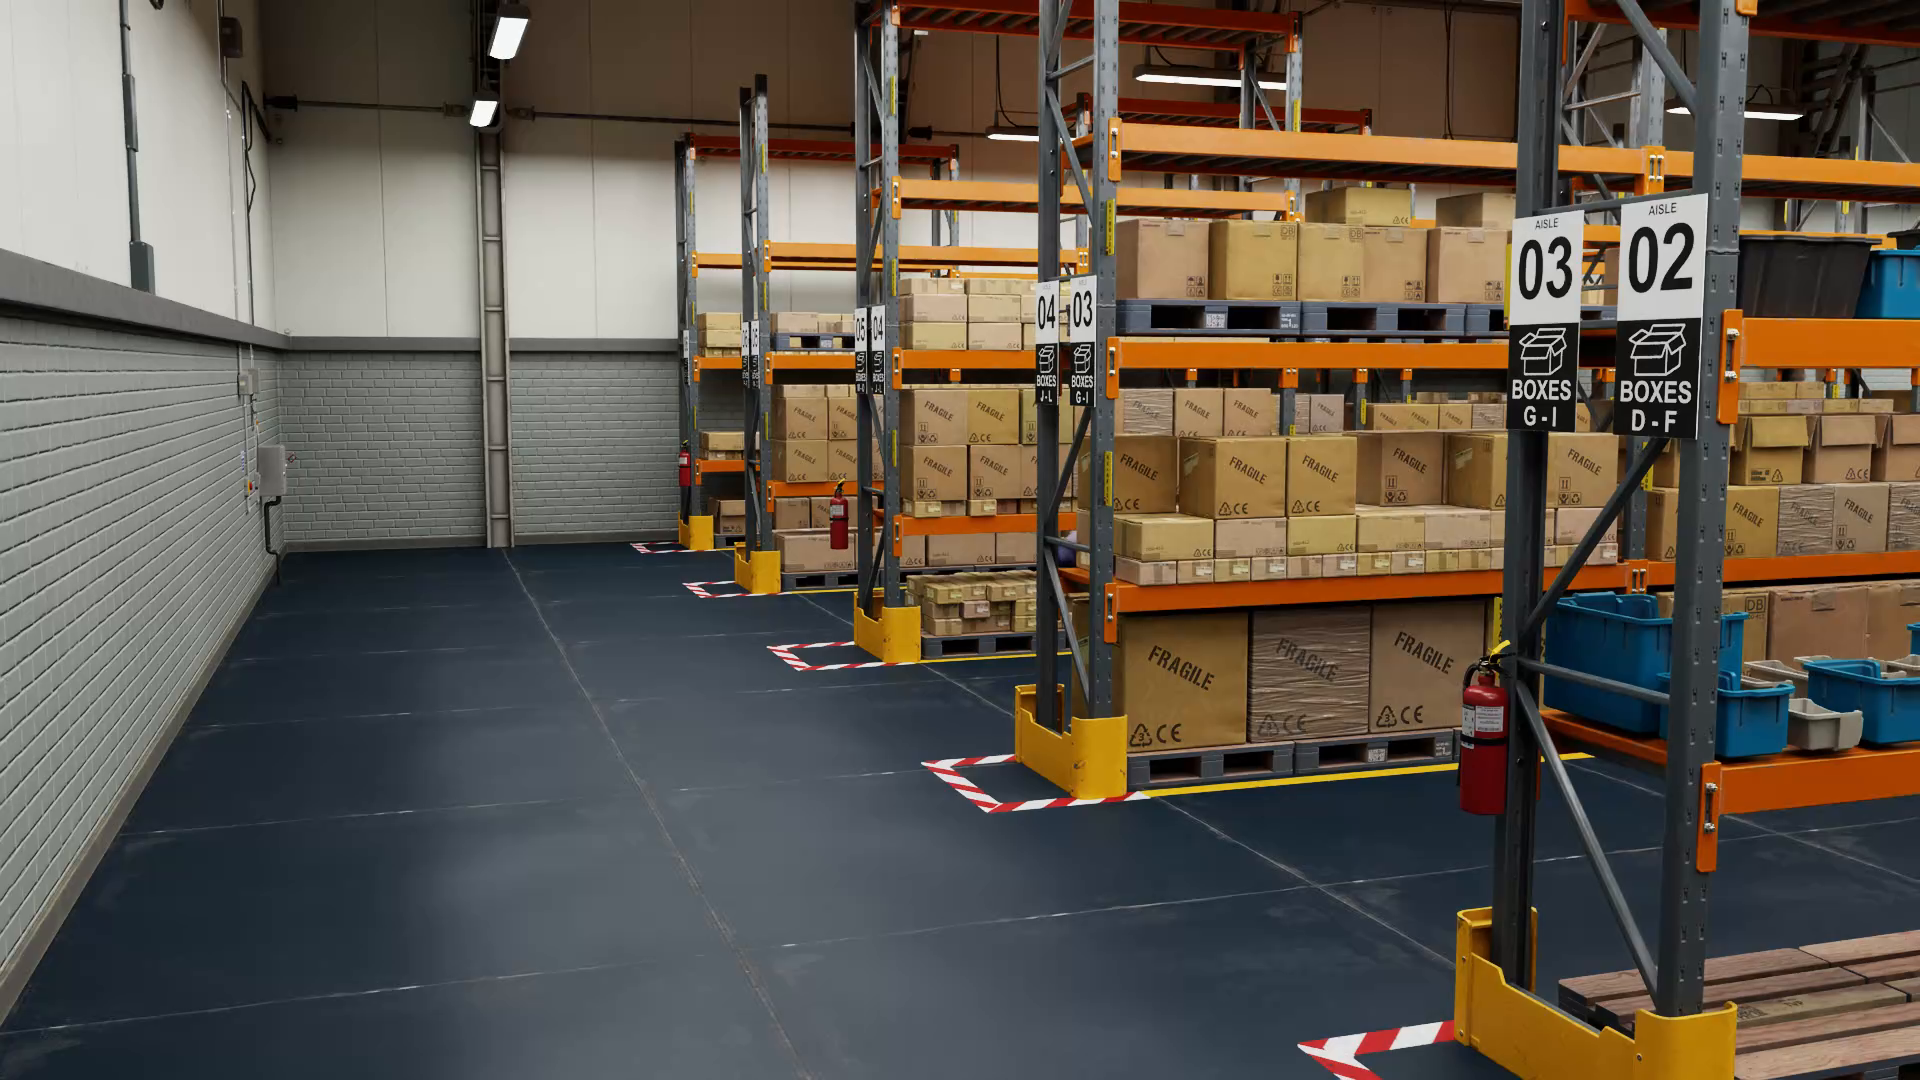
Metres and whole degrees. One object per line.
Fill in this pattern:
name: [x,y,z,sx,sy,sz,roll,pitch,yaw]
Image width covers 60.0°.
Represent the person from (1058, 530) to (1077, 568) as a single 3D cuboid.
person: [1.464,0.222,18.848,0.668,0.986,0.525,-2,6,-19]
